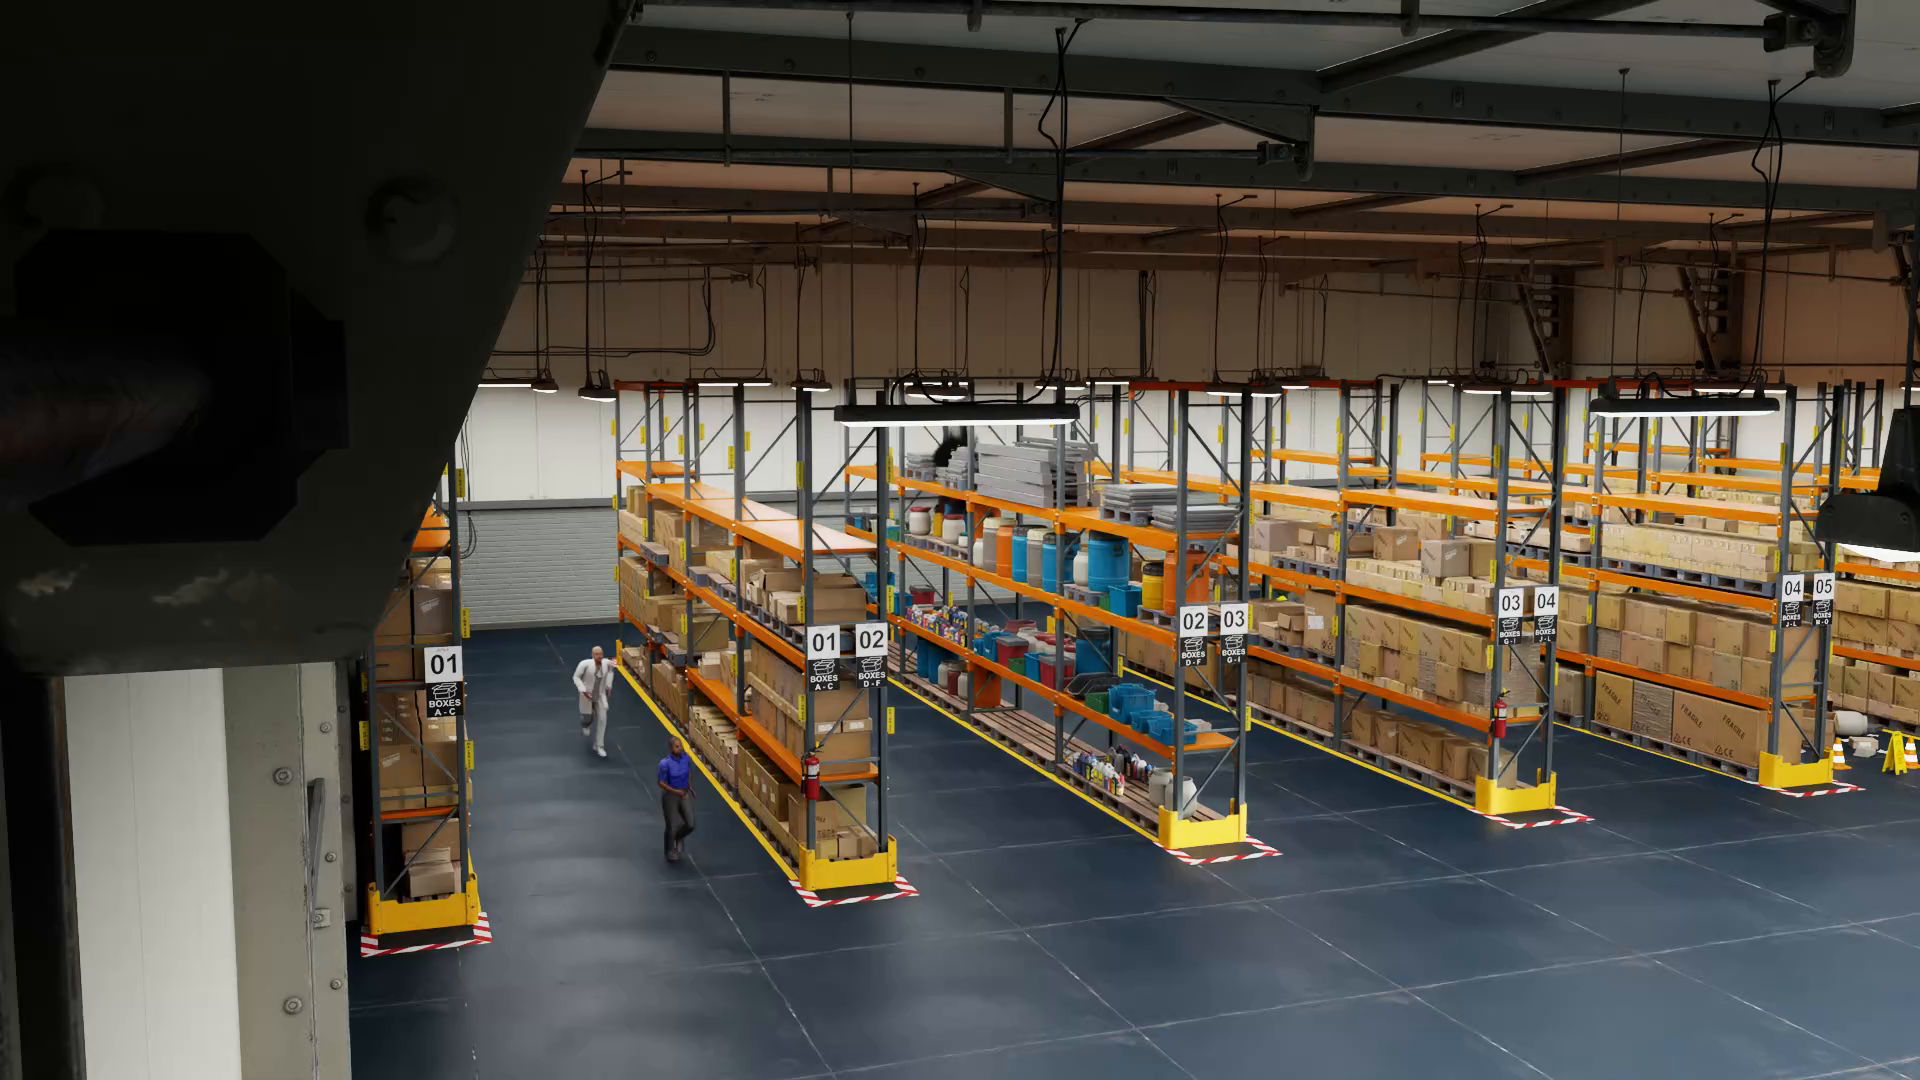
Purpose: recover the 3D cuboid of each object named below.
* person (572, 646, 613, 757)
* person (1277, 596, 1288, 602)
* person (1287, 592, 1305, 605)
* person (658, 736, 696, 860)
[{"bbox_3d":[-6.017,2.597,27.293,0.714,1.779,1.111,-3,7,-28],"label":"person"},{"bbox_3d":[6.426,1.971,33.148,0.714,1.733,0.791,-3,7,-24],"label":"person"},{"bbox_3d":[8.373,1.144,40.967,0.841,1.784,0.701,6,8,42],"label":"person"},{"bbox_3d":[-3.578,3.292,21.147,0.540,1.611,0.664,-5,8,-37],"label":"person"}]
